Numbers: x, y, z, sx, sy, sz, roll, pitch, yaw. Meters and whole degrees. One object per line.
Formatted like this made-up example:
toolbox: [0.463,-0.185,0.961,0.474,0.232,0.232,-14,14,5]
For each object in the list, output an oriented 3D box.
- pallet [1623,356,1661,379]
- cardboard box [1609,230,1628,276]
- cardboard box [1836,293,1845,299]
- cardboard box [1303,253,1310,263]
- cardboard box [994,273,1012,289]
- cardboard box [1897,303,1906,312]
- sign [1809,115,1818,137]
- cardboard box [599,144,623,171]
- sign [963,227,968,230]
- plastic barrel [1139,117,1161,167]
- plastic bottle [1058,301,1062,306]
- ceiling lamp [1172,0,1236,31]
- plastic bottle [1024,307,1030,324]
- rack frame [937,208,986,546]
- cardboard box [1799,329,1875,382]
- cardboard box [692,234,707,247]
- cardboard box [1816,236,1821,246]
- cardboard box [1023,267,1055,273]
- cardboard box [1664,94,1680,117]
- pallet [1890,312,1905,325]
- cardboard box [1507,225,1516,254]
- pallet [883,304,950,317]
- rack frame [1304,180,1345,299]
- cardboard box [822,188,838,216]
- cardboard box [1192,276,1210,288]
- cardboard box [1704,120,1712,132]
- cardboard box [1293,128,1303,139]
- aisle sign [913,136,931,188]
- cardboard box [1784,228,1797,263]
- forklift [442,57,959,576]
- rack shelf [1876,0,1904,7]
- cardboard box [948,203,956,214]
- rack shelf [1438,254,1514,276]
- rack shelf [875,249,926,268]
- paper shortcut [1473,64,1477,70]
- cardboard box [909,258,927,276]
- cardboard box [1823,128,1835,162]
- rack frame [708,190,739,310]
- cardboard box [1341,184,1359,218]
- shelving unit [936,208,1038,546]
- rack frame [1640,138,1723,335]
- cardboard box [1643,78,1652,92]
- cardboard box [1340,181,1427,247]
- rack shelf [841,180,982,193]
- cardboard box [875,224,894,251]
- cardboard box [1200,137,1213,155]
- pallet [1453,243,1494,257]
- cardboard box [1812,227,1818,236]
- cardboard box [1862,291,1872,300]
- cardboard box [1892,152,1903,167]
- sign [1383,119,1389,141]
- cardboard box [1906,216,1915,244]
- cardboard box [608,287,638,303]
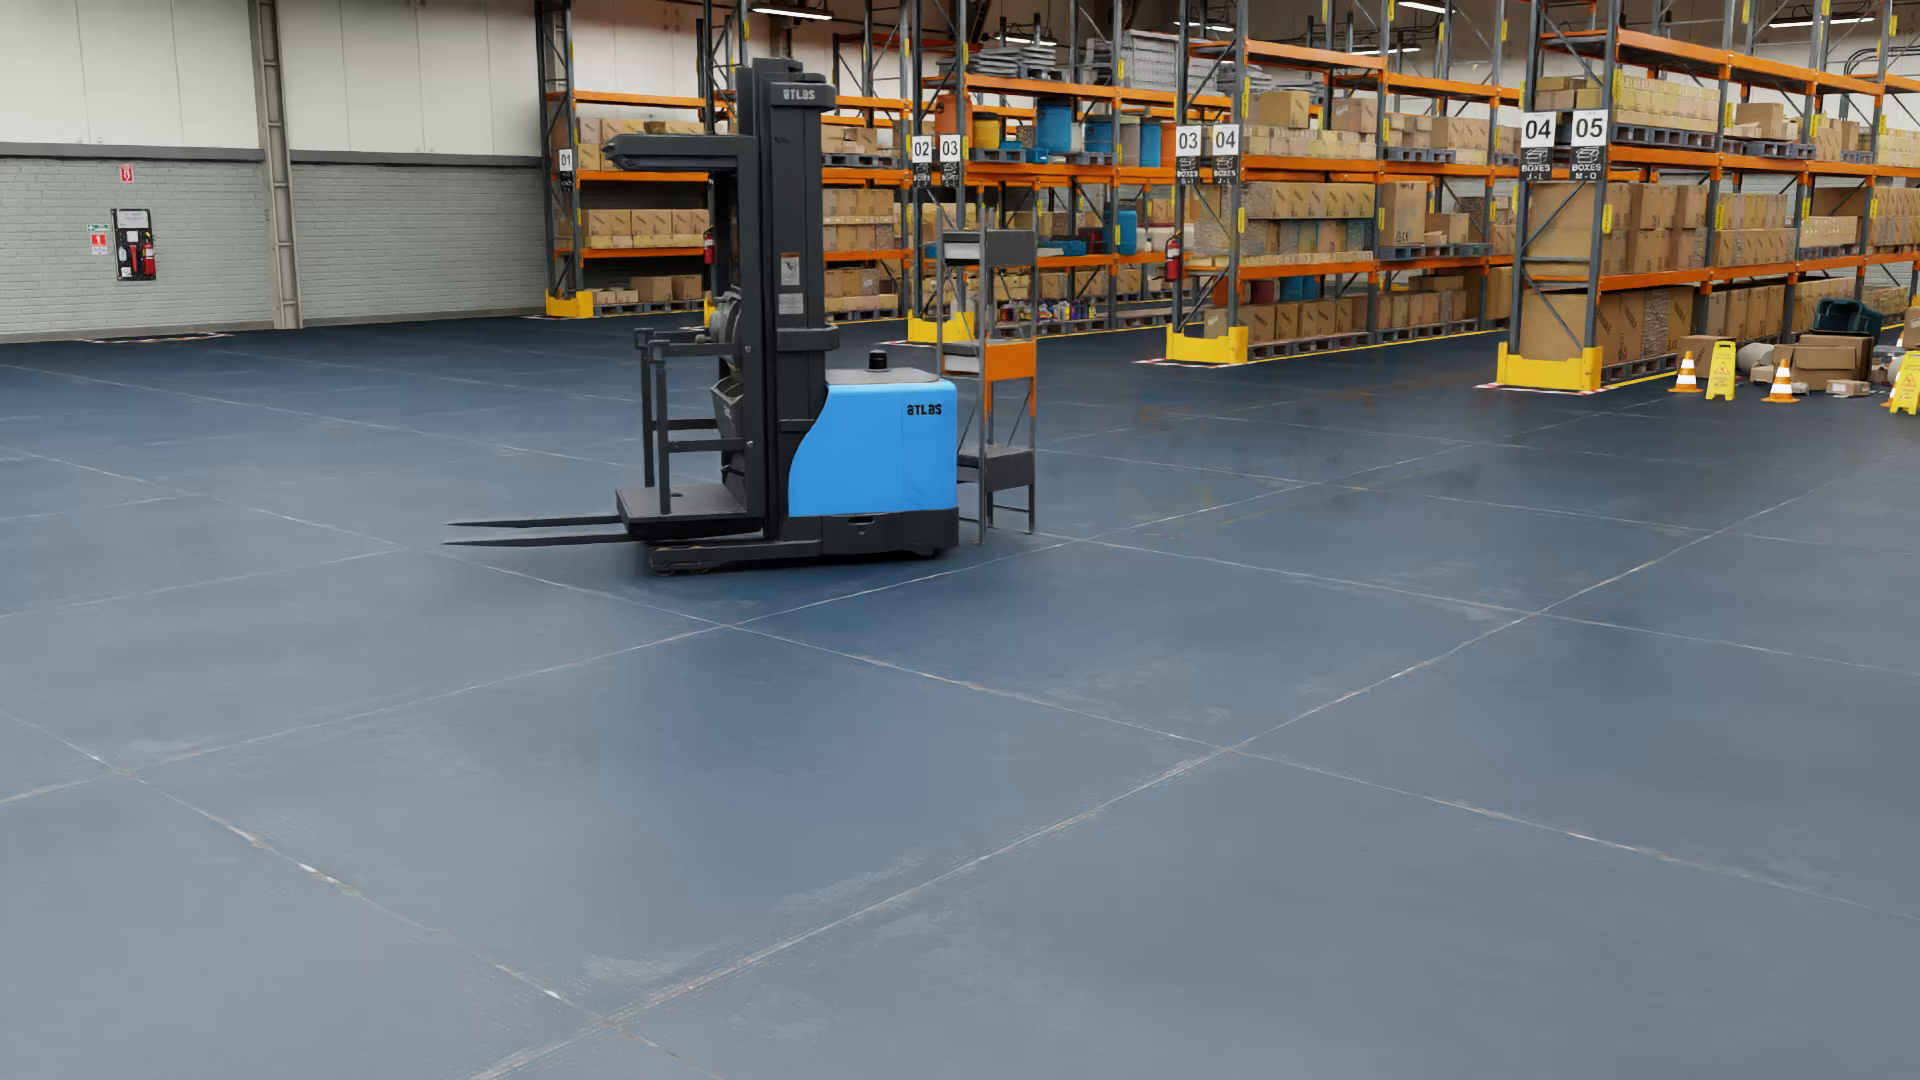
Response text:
pallet: [8.330,-2.254,21.457,1.003,0.211,1.213,10,15,40]
cardboard box: [7.613,-3.533,20.357,0.875,0.550,0.550,10,15,40]
cardboard box: [14.338,-3.844,27.607,0.500,0.500,0.500,9,15,39]
cardboard box: [4.892,-4.121,24.327,0.380,0.149,0.250,10,15,40]
cardboard box: [0.739,-5.376,34.484,0.500,0.311,0.500,9,15,39]
cardboard box: [17.332,-4.322,30.896,0.380,0.149,0.250,10,15,42]
sign: [12.747,-6.182,24.825,0.100,0.325,0.005,10,15,40]
cardboard box: [-6.977,-7.513,32.706,0.500,0.500,0.500,-11,16,-44]
sign: [0.086,-4.675,25.755,0.100,0.325,0.005,10,15,40]
plastic barrel: [3.352,-7.212,30.223,0.600,0.901,0.708,10,15,40]
plastic bottle: [1.776,-4.088,29.361,0.097,0.271,0.097,0,11,0]
ceiling lamp: [5.355,-12.350,34.664,0.800,3.185,2.000,10,15,40]
plastic bottle: [1.106,-3.716,27.499,0.097,0.271,0.097,0,11,0]
rack frame: [0.005,-1.021,10.462,0.400,2.100,0.015,10,15,42]
cardboard box: [10.709,-2.257,20.378,0.797,0.637,0.503,10,15,40]
cardboard box: [-5.546,-6.236,34.607,0.500,0.250,0.500,10,15,41]
cardboard box: [13.489,-4.773,26.519,0.380,0.149,0.250,10,15,42]
cardboard box: [1.713,-5.964,36.257,0.500,0.250,0.500,11,15,42]
cardboard box: [8.565,-5.374,20.596,0.500,0.250,0.500,10,15,40]
pallet: [17.004,-4.175,31.077,1.003,0.211,1.213,10,15,40]
cardboard box: [9.541,-5.310,29.381,0.500,0.500,0.500,9,15,39]
pallet: [-0.945,-4.587,33.138,1.003,0.211,1.213,10,15,40]
rack frame: [7.597,-6.377,34.980,1.000,3.000,0.127,10,15,40]
cardboard box: [-2.684,-6.239,30.720,0.700,0.500,0.500,10,15,40]
cardboard box: [5.695,-6.226,40.122,0.500,0.250,0.500,10,15,40]
cardboard box: [9.529,-5.374,21.615,0.380,0.149,0.250,10,15,41]
cardboard box: [4.636,-5.762,23.606,0.380,0.149,0.250,9,14,38]
aisle sign: [-0.595,-5.914,26.026,0.394,0.787,0.004,10,15,40]
cardboard box: [12.240,-4.440,25.027,0.500,0.500,0.500,10,15,40]
forklift: [-1.583,-1.343,9.949,3.031,2.935,1.130,-3,12,-15]
rack shelf: [16.297,-9.594,29.120,1.077,0.370,4.000,10,15,40]
cardboard box: [-0.306,-8.055,40.399,0.500,0.250,0.500,10,15,42]
rack shelf: [9.997,-5.090,30.371,1.077,0.370,4.000,10,15,40]
rack shelf: [-0.082,-5.782,33.840,1.077,0.370,4.000,10,15,40]
paper shortcut: [9.154,-8.420,29.539,0.009,0.170,0.078,23,-8,37]
cardboard box: [-1.319,-6.440,39.714,0.750,0.750,0.750,10,15,40]
cardboard box: [13.237,-6.136,25.860,0.500,0.500,0.500,10,15,40]
rack frame: [-4.043,-5.252,29.350,1.000,3.000,0.127,10,15,40]
cardboard box: [5.617,-5.069,24.866,0.500,0.500,0.500,10,15,40]
shelving unit: [0.172,-1.056,10.636,0.431,2.100,0.503,10,15,42]
rack frame: [9.695,-3.903,22.596,1.000,3.000,0.127,10,15,40]
cardboard box: [8.017,-5.428,19.850,0.380,0.149,0.250,10,15,41]
cardboard box: [6.666,-5.158,26.276,1.000,1.000,1.000,10,15,41]
rack shelf: [-1.165,-8.482,39.697,1.077,0.370,4.000,10,15,40]
cardboard box: [-1.691,-5.824,31.956,0.700,0.500,0.500,9,15,39]
cardboard box: [3.523,-5.472,23.175,0.500,0.250,0.500,10,15,42]
pallet: [8.286,-4.935,28.253,1.213,0.211,1.003,10,15,40]
cardboard box: [13.323,-4.883,26.309,0.380,0.149,0.250,10,15,41]
cardboard box: [15.871,-4.322,29.378,0.380,0.149,0.250,9,15,39]
cardboard box: [16.162,-6.661,29.126,0.500,0.250,0.500,11,15,43]
sign: [6.449,-6.215,25.191,0.100,0.325,0.005,10,15,40]
cardboard box: [17.170,-5.689,30.523,0.500,0.500,0.500,9,15,39]
cardboard box: [-6.866,-4.964,33.646,0.500,0.311,0.500,-11,15,-43]
